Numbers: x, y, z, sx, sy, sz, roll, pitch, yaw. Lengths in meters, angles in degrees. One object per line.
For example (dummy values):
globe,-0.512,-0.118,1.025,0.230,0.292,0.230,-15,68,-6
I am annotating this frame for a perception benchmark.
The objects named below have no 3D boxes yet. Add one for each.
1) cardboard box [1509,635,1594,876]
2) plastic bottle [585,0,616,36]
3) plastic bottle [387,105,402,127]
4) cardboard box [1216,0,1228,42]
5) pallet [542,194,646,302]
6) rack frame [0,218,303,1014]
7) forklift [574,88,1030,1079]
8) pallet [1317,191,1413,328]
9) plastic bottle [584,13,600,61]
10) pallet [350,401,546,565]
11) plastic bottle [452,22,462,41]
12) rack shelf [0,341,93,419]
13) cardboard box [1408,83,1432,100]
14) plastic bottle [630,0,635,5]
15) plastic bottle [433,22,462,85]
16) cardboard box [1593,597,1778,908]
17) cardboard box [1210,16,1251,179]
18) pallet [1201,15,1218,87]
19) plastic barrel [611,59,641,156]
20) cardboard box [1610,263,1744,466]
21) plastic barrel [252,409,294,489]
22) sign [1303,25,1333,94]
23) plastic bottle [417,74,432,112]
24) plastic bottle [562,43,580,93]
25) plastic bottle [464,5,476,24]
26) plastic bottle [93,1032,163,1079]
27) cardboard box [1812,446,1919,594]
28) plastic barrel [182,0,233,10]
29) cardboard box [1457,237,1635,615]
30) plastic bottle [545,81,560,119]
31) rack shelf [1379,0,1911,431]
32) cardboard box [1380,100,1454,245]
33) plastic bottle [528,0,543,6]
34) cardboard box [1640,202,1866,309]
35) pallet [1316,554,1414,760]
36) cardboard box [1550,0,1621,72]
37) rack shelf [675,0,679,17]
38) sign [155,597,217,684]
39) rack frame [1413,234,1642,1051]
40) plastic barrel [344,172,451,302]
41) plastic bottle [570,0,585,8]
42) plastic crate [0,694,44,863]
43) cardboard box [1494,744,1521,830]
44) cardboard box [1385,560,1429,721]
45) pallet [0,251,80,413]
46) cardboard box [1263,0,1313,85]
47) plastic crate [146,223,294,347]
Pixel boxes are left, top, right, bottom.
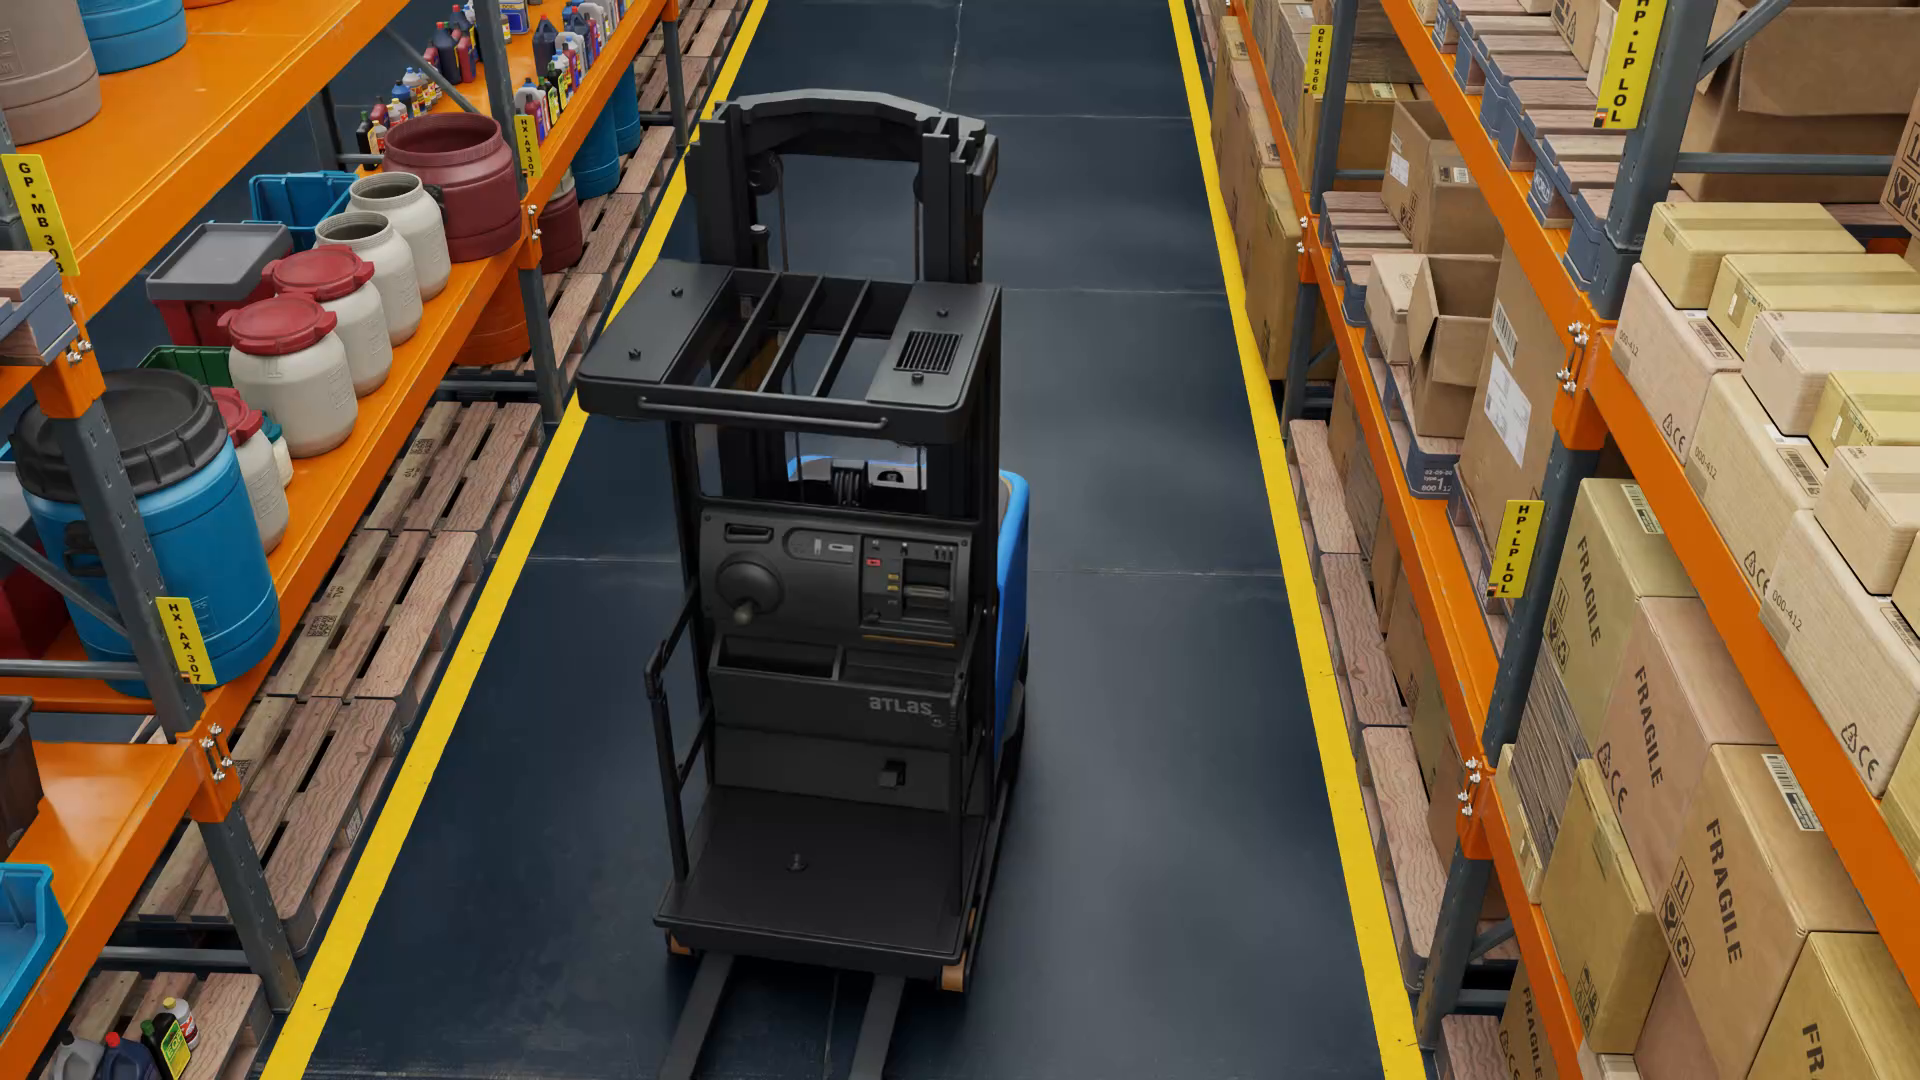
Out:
cardboard box,2.008,0.606,4.433,0.875,0.500,0.500,1,35,2
plastic bottle,-2.273,-3.337,10.498,0.152,0.276,0.135,1,35,2
plastic bottle,-3.078,-2.260,9.030,0.097,0.201,0.097,0,35,0
cardboard box,2.552,-4.281,13.216,0.875,0.875,0.875,1,35,2
pallet,-2.659,-1.913,10.788,1.003,0.211,1.213,1,35,2
rack frame,-2.861,0.397,5.076,1.000,3.000,0.127,1,35,2
forklift,-0.458,0.188,5.433,1.130,2.935,3.031,6,35,8
pallet,2.326,-1.296,7.652,1.213,0.211,1.003,1,35,2
plastic bottle,-2.246,-3.073,10.115,0.061,0.283,0.133,1,35,2
pallet,-2.770,-0.316,8.516,1.003,0.211,1.213,1,35,2
plastic bottle,-2.991,-2.933,9.917,0.061,0.283,0.133,1,35,2
rack shelf,-2.942,0.614,2.785,1.077,0.370,4.000,1,35,2
cardboard box,2.540,-2.100,8.543,0.500,0.500,0.500,2,35,3
plastic bottle,-2.247,-3.704,11.020,0.152,0.276,0.135,1,35,2
plastic bottle,-3.017,-2.870,9.768,0.144,0.351,0.185,1,35,2
cardboard box,1.797,0.480,3.743,0.500,0.500,0.500,1,35,2
cardboard box,2.403,-3.019,11.419,1.225,0.875,0.875,1,35,2
pallet,2.564,-4.081,13.874,1.003,0.211,1.213,1,35,2
plastic barrel,-2.579,-3.200,11.654,0.600,0.901,0.708,1,35,2
cardboard box,1.814,-0.401,3.734,0.500,0.250,0.500,0,35,0
plastic barrel,-2.655,-0.303,6.193,0.301,0.262,0.301,0,35,0
sign,1.694,-2.271,7.866,0.100,0.325,0.005,1,35,2
plastic bottle,-3.059,-2.540,9.428,0.097,0.201,0.097,0,35,0
plastic bottle,-2.268,-2.757,9.666,0.061,0.283,0.133,1,35,2
plastic bottle,-3.018,-3.158,10.247,0.097,0.271,0.097,0,35,0
plastic bottle,-2.599,1.678,5.175,0.144,0.351,0.185,0,35,1
cardboard box,1.727,-0.035,2.866,0.380,0.149,0.250,1,35,1
plastic barrel,-2.977,-2.461,6.161,0.600,0.830,0.708,1,35,2
cardboard box,2.260,-0.359,5.265,1.000,1.000,1.000,2,35,2
plastic bottle,-2.304,-2.469,9.327,0.097,0.201,0.097,0,35,0
rack shelf,2.168,-1.570,5.892,1.077,0.370,4.000,1,35,2
cardboard box,2.267,-1.688,7.591,0.500,0.500,0.500,-3,35,-4
plastic bottle,-2.828,-3.658,11.019,0.097,0.201,0.097,0,35,0
cardboard box,1.767,-0.638,3.724,0.380,0.149,0.250,0,35,1
pallet,2.164,0.503,7.351,1.003,0.211,1.213,1,35,2
cardboard box,2.243,-1.739,5.051,0.797,0.503,0.637,3,35,4
rack shelf,-2.459,-5.054,13.458,1.077,0.370,4.000,1,35,2
sign,-2.312,0.303,4.969,0.100,0.325,0.005,1,35,2
rack frame,2.088,0.512,4.913,1.000,3.000,0.127,1,35,2
plastic barrel,-2.528,-1.351,7.466,0.421,0.512,0.421,0,35,0
plastic bottle,-2.398,-3.328,10.488,0.097,0.271,0.097,0,35,0
plastic crate,-3.009,0.721,4.670,0.767,0.338,0.504,1,35,2
cardboard box,1.779,0.731,4.819,0.380,0.149,0.250,1,35,2
cardboard box,2.194,0.407,6.853,0.700,0.500,0.500,-2,35,-2
pallet,-2.793,-0.336,3.675,1.213,0.211,1.003,1,35,2
cardboard box,2.086,-2.994,9.814,0.500,0.500,0.500,2,35,3
plastic crate,-3.071,-1.006,7.016,0.402,0.464,0.583,1,35,2
